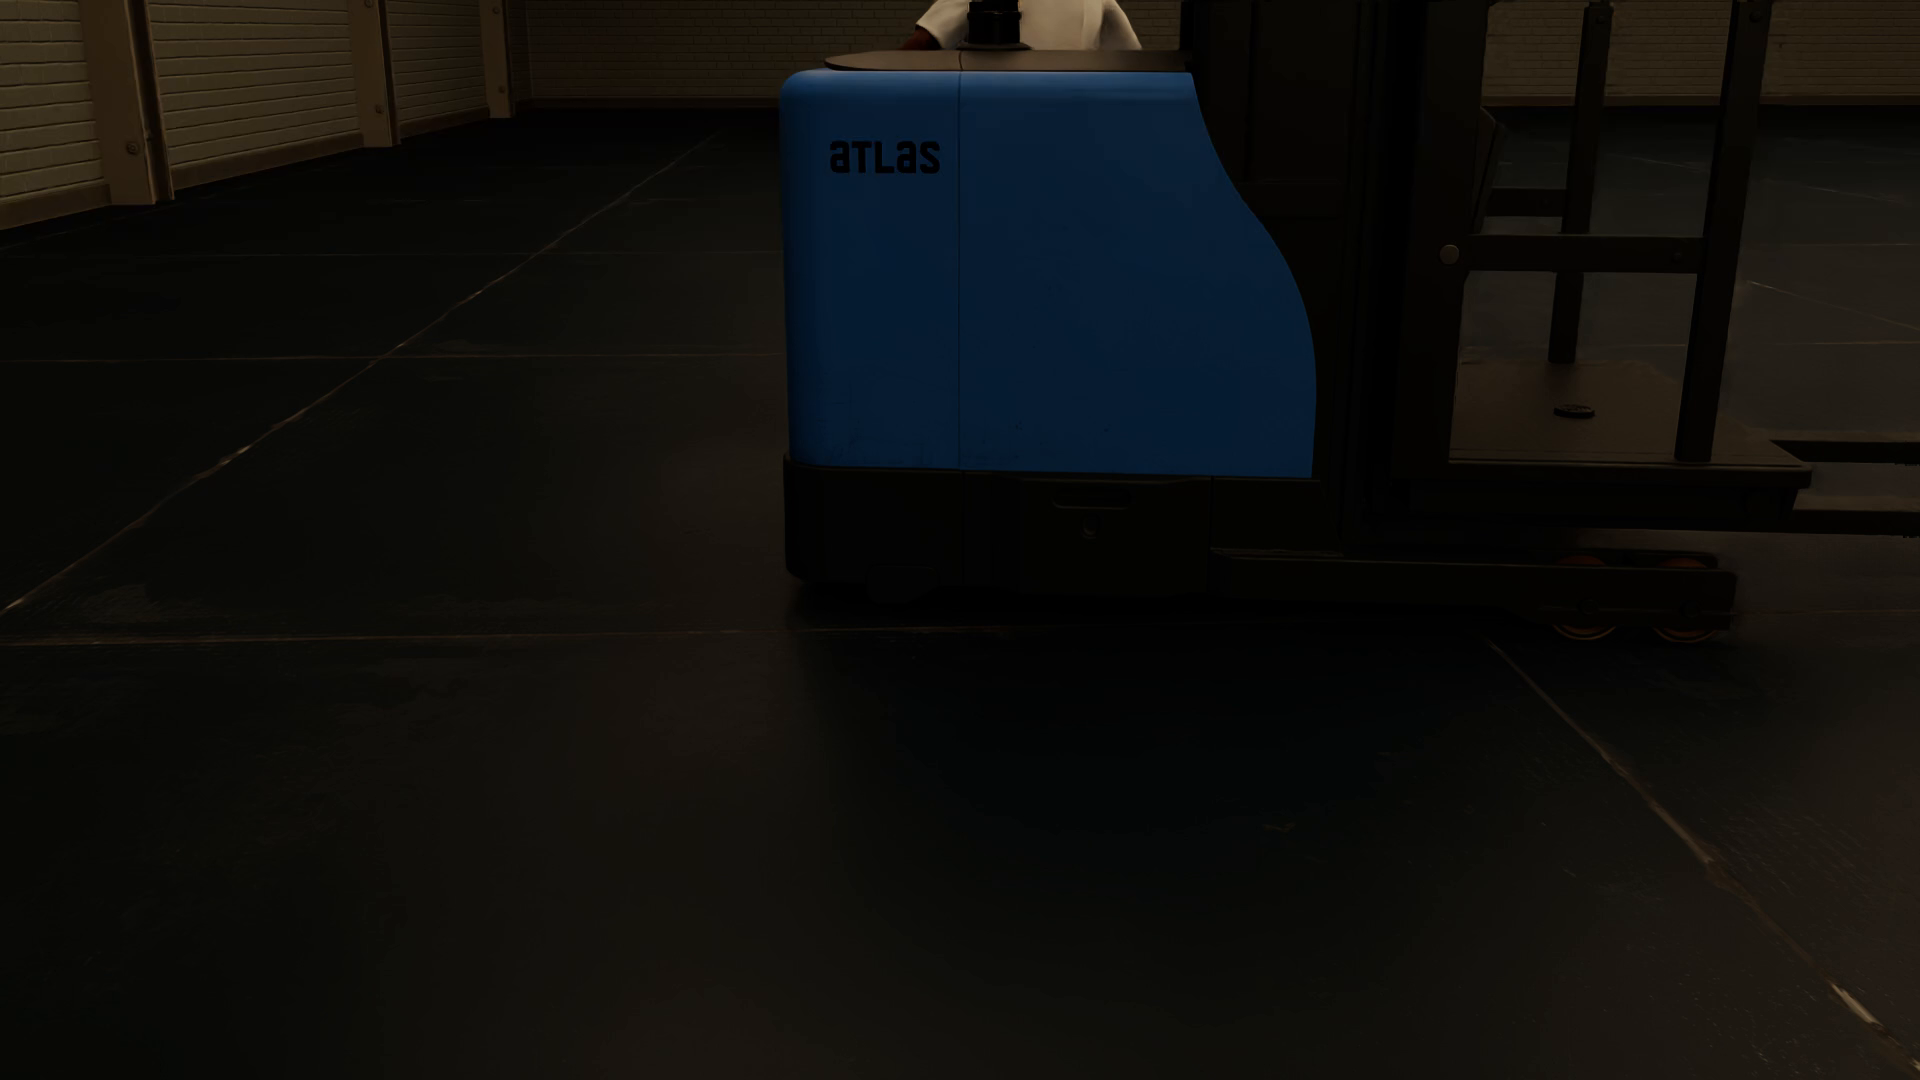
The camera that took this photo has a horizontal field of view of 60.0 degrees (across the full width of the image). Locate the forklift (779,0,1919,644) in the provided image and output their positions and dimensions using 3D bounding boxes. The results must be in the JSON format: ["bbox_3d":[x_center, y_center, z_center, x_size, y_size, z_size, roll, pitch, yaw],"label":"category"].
[{"bbox_3d":[1.184,-1.361,3.356,3.031,2.935,1.130,2,17,5],"label":"forklift"}]

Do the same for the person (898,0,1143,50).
[{"bbox_3d":[0.258,-1.206,5.270,1.049,1.651,0.508,-6,18,-18],"label":"person"}]
